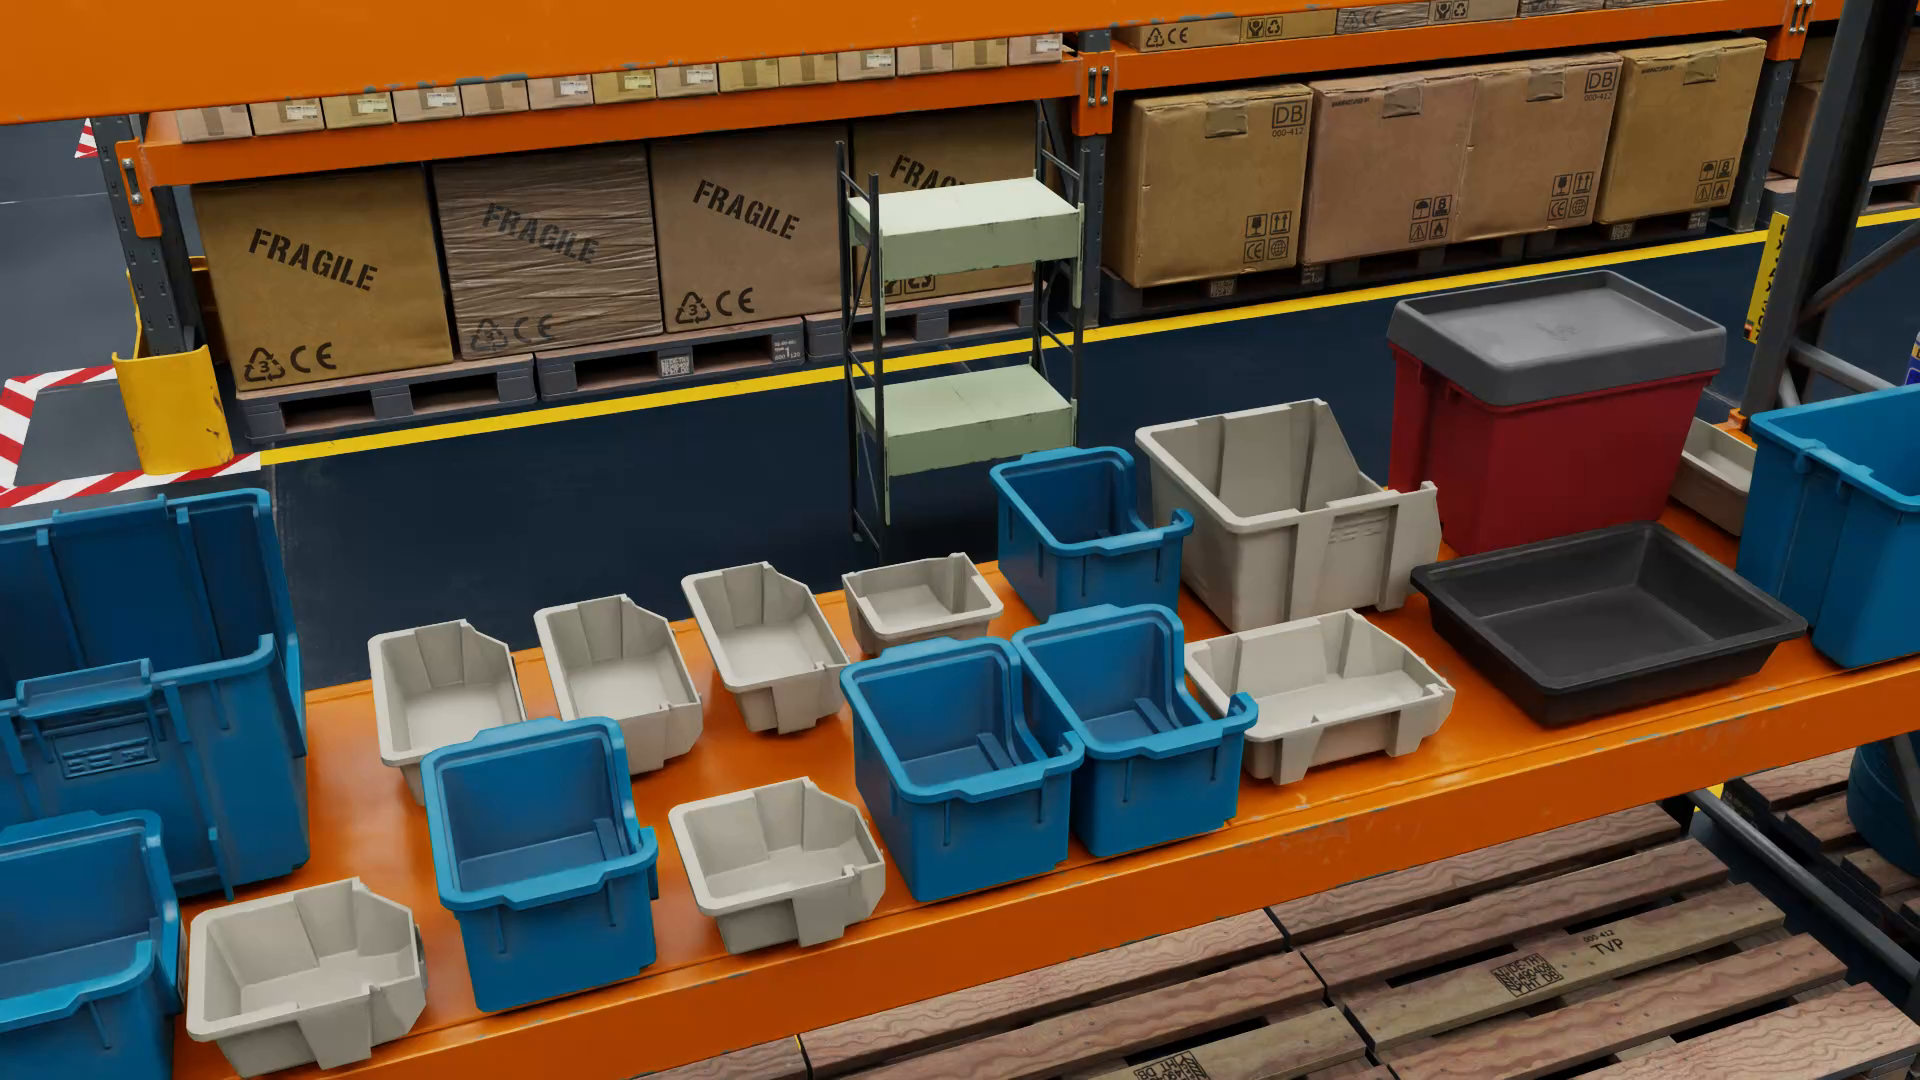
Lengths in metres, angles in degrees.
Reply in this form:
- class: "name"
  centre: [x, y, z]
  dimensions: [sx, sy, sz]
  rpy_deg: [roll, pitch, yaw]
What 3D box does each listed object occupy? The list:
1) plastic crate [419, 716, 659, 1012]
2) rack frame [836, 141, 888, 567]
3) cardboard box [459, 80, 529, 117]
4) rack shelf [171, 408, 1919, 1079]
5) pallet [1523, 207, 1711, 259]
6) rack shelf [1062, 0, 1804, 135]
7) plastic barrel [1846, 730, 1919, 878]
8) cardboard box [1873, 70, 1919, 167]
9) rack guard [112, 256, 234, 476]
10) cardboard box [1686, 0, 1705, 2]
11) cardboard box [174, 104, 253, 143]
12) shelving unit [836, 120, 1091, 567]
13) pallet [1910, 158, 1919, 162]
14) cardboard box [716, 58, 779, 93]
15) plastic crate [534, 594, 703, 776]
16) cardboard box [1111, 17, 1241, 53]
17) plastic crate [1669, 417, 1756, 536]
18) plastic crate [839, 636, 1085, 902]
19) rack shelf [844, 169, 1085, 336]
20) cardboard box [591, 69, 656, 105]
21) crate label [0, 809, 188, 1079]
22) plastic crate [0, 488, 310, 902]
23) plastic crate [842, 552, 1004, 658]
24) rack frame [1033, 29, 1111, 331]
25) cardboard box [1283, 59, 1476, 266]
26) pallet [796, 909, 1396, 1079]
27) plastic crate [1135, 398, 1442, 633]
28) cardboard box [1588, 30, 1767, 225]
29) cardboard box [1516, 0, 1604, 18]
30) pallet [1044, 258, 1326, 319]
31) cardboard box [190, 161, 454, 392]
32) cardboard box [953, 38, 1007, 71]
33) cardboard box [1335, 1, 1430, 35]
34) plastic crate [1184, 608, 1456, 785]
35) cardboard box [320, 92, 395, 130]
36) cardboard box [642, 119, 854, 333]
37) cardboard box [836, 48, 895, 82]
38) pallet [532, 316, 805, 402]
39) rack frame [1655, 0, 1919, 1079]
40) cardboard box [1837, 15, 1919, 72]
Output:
- class: "plastic crate"
  centre: [-0.619, 0.483, 2.481]
  dimensions: [0.300, 0.233, 0.416]
  rpy_deg: [-10, 31, -18]
- class: "rack frame"
  centre: [-0.337, -0.590, 5.770]
  dimensions: [0.023, 1.500, 0.400]
  rpy_deg: [-10, 31, -18]
- class: "cardboard box"
  centre: [-1.900, -1.836, 6.695]
  dimensions: [0.250, 0.149, 0.380]
  rpy_deg: [-11, 31, -19]
- class: "rack shelf"
  centre: [0.292, 0.407, 3.232]
  dimensions: [4.000, 0.370, 1.077]
  rpy_deg: [-10, 31, -18]
- class: "pallet"
  centre: [3.423, -1.926, 9.418]
  dimensions: [1.213, 0.211, 1.003]
  rpy_deg: [-10, 31, -18]
- class: "rack shelf"
  centre: [2.314, -2.581, 8.477]
  dimensions: [4.000, 0.370, 1.077]
  rpy_deg: [-10, 31, -18]
- class: "plastic barrel"
  centre: [2.682, 0.392, 4.226]
  dimensions: [0.708, 0.901, 0.600]
  rpy_deg: [-10, 31, -18]
- class: "cardboard box"
  centre: [5.325, -2.571, 9.813]
  dimensions: [0.500, 0.500, 0.700]
  rpy_deg: [-13, 32, -22]
- class: "rack guard"
  centre: [-3.332, -0.768, 7.093]
  dimensions: [0.348, 0.500, 1.175]
  rpy_deg: [-10, 31, -18]
- class: "cardboard box"
  centre: [3.812, -3.082, 8.529]
  dimensions: [0.500, 0.500, 0.500]
  rpy_deg: [-9, 31, -16]
- class: "cardboard box"
  centre: [-2.862, -1.657, 6.383]
  dimensions: [0.250, 0.149, 0.380]
  rpy_deg: [-10, 31, -17]
- class: "shelving unit"
  centre: [0.006, -0.653, 5.881]
  dimensions: [0.755, 1.500, 0.431]
  rpy_deg: [-10, 31, -18]
- class: "pallet"
  centre: [6.063, -2.370, 10.198]
  dimensions: [1.213, 0.211, 1.003]
  rpy_deg: [-10, 31, -18]
- class: "cardboard box"
  centre: [-0.937, -2.013, 7.007]
  dimensions: [0.250, 0.149, 0.380]
  rpy_deg: [-11, 31, -18]
- class: "plastic crate"
  centre: [-0.605, 0.260, 2.969]
  dimensions: [0.243, 0.136, 0.396]
  rpy_deg: [-10, 31, -18]
- class: "cardboard box"
  centre: [0.958, -2.556, 7.604]
  dimensions: [0.500, 0.500, 0.500]
  rpy_deg: [-10, 31, -17]
- class: "plastic crate"
  centre: [1.680, -0.148, 3.686]
  dimensions: [0.243, 0.136, 0.396]
  rpy_deg: [-10, 31, -18]
- class: "plastic crate"
  centre: [-0.002, 0.369, 2.680]
  dimensions: [0.300, 0.233, 0.416]
  rpy_deg: [-10, 31, -18]
- class: "rack shelf"
  centre: [0.006, -0.992, 5.688]
  dimensions: [0.720, 0.370, 0.431]
  rpy_deg: [-10, 31, -18]
- class: "cardboard box"
  centre: [-1.421, -1.923, 6.850]
  dimensions: [0.250, 0.149, 0.380]
  rpy_deg: [-11, 32, -19]
- class: "crate label"
  centre: [-1.236, 0.596, 2.281]
  dimensions: [0.303, 0.233, 0.416]
  rpy_deg: [-10, 31, -18]
- class: "plastic crate"
  centre: [-1.334, 0.254, 2.678]
  dimensions: [0.499, 0.435, 0.616]
  rpy_deg: [-10, 31, -18]
- class: "plastic crate"
  centre: [-0.081, 0.141, 3.178]
  dimensions: [0.250, 0.136, 0.298]
  rpy_deg: [-10, 31, -18]
- class: "rack frame"
  centre: [0.439, -2.549, 7.693]
  dimensions: [0.127, 3.000, 1.000]
  rpy_deg: [-10, 31, -18]
- class: "cardboard box"
  centre: [1.869, -2.082, 8.597]
  dimensions: [0.875, 0.875, 1.225]
  rpy_deg: [-12, 32, -19]
- class: "pallet"
  centre: [0.345, 1.318, 3.723]
  dimensions: [1.213, 0.211, 1.003]
  rpy_deg: [-10, 31, -18]
- class: "plastic crate"
  centre: [0.671, -0.047, 3.362]
  dimensions: [0.530, 0.282, 0.437]
  rpy_deg: [-10, 31, -18]
- class: "cardboard box"
  centre: [3.534, -2.389, 9.135]
  dimensions: [0.875, 0.875, 1.225]
  rpy_deg: [-12, 32, -20]
- class: "cardboard box"
  centre: [2.857, -2.908, 8.223]
  dimensions: [0.500, 0.500, 0.500]
  rpy_deg: [-11, 32, -19]
- class: "pallet"
  centre: [1.136, -1.505, 8.679]
  dimensions: [1.213, 0.211, 1.003]
  rpy_deg: [-10, 31, -18]
- class: "cardboard box"
  centre: [-2.738, -1.265, 7.163]
  dimensions: [0.875, 0.875, 0.875]
  rpy_deg: [-10, 31, -18]
- class: "cardboard box"
  centre: [0.026, -2.190, 7.318]
  dimensions: [0.250, 0.149, 0.380]
  rpy_deg: [-10, 31, -17]
- class: "cardboard box"
  centre: [1.898, -2.729, 7.909]
  dimensions: [0.500, 0.500, 0.500]
  rpy_deg: [-11, 32, -19]
- class: "plastic crate"
  centre: [0.639, 0.278, 2.938]
  dimensions: [0.466, 0.136, 0.293]
  rpy_deg: [-10, 31, -18]
- class: "cardboard box"
  centre: [-2.382, -1.747, 6.539]
  dimensions: [0.250, 0.149, 0.380]
  rpy_deg: [-11, 32, -19]
- class: "cardboard box"
  centre: [-1.051, -1.576, 7.708]
  dimensions: [0.875, 0.875, 0.875]
  rpy_deg: [-10, 31, -18]
- class: "cardboard box"
  centre: [-0.455, -2.102, 7.163]
  dimensions: [0.250, 0.149, 0.380]
  rpy_deg: [-10, 31, -17]
- class: "pallet"
  centre: [-1.446, -1.030, 7.844]
  dimensions: [1.213, 0.211, 1.003]
  rpy_deg: [-10, 31, -18]
- class: "rack frame"
  centre: [2.166, -0.251, 3.660]
  dimensions: [0.127, 3.000, 1.000]
  rpy_deg: [-10, 31, -18]
- class: "cardboard box"
  centre: [5.299, -2.896, 9.626]
  dimensions: [0.500, 0.250, 0.500]
  rpy_deg: [-7, 30, -12]
